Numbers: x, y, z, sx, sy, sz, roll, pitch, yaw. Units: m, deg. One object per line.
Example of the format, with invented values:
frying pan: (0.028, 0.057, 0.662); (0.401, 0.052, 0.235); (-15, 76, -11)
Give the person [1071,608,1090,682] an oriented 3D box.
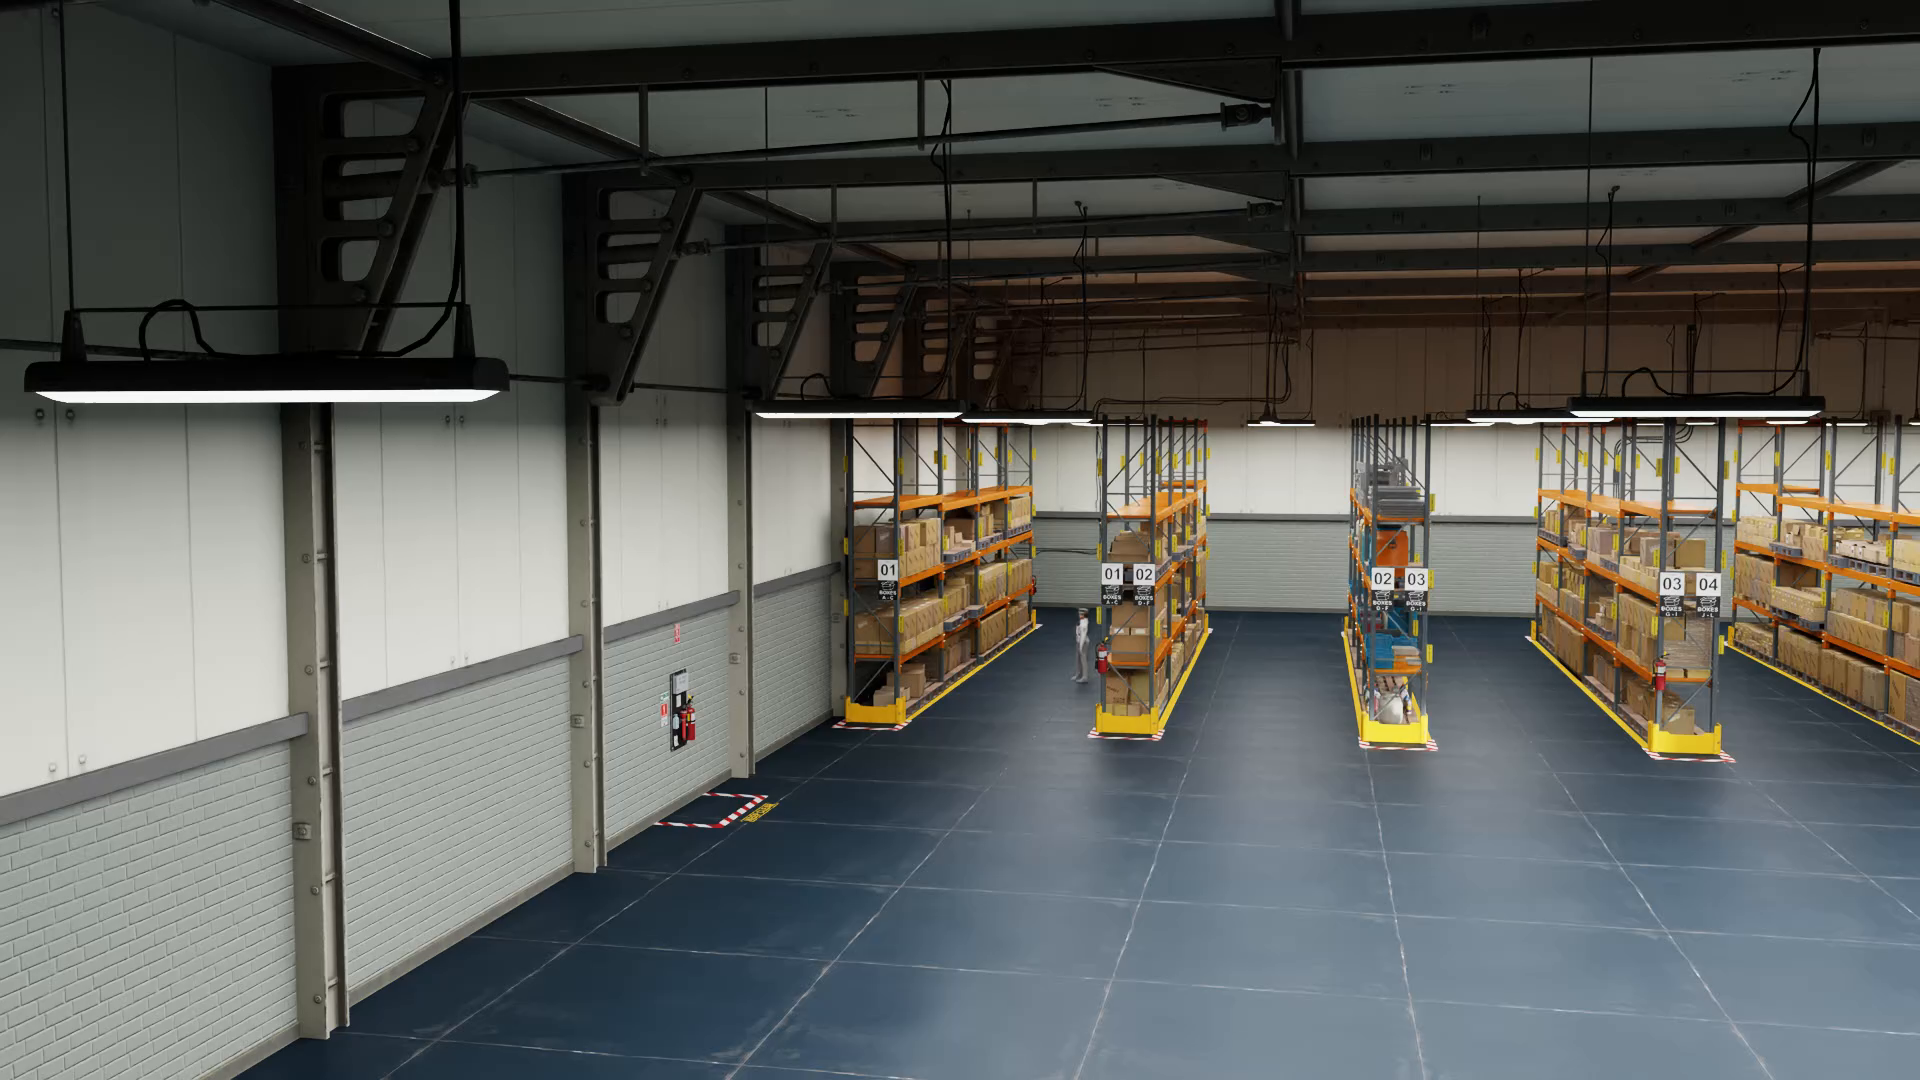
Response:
person: (2.739, 2.375, 37.730); (0.410, 1.665, 0.536); (0, 4, -6)
